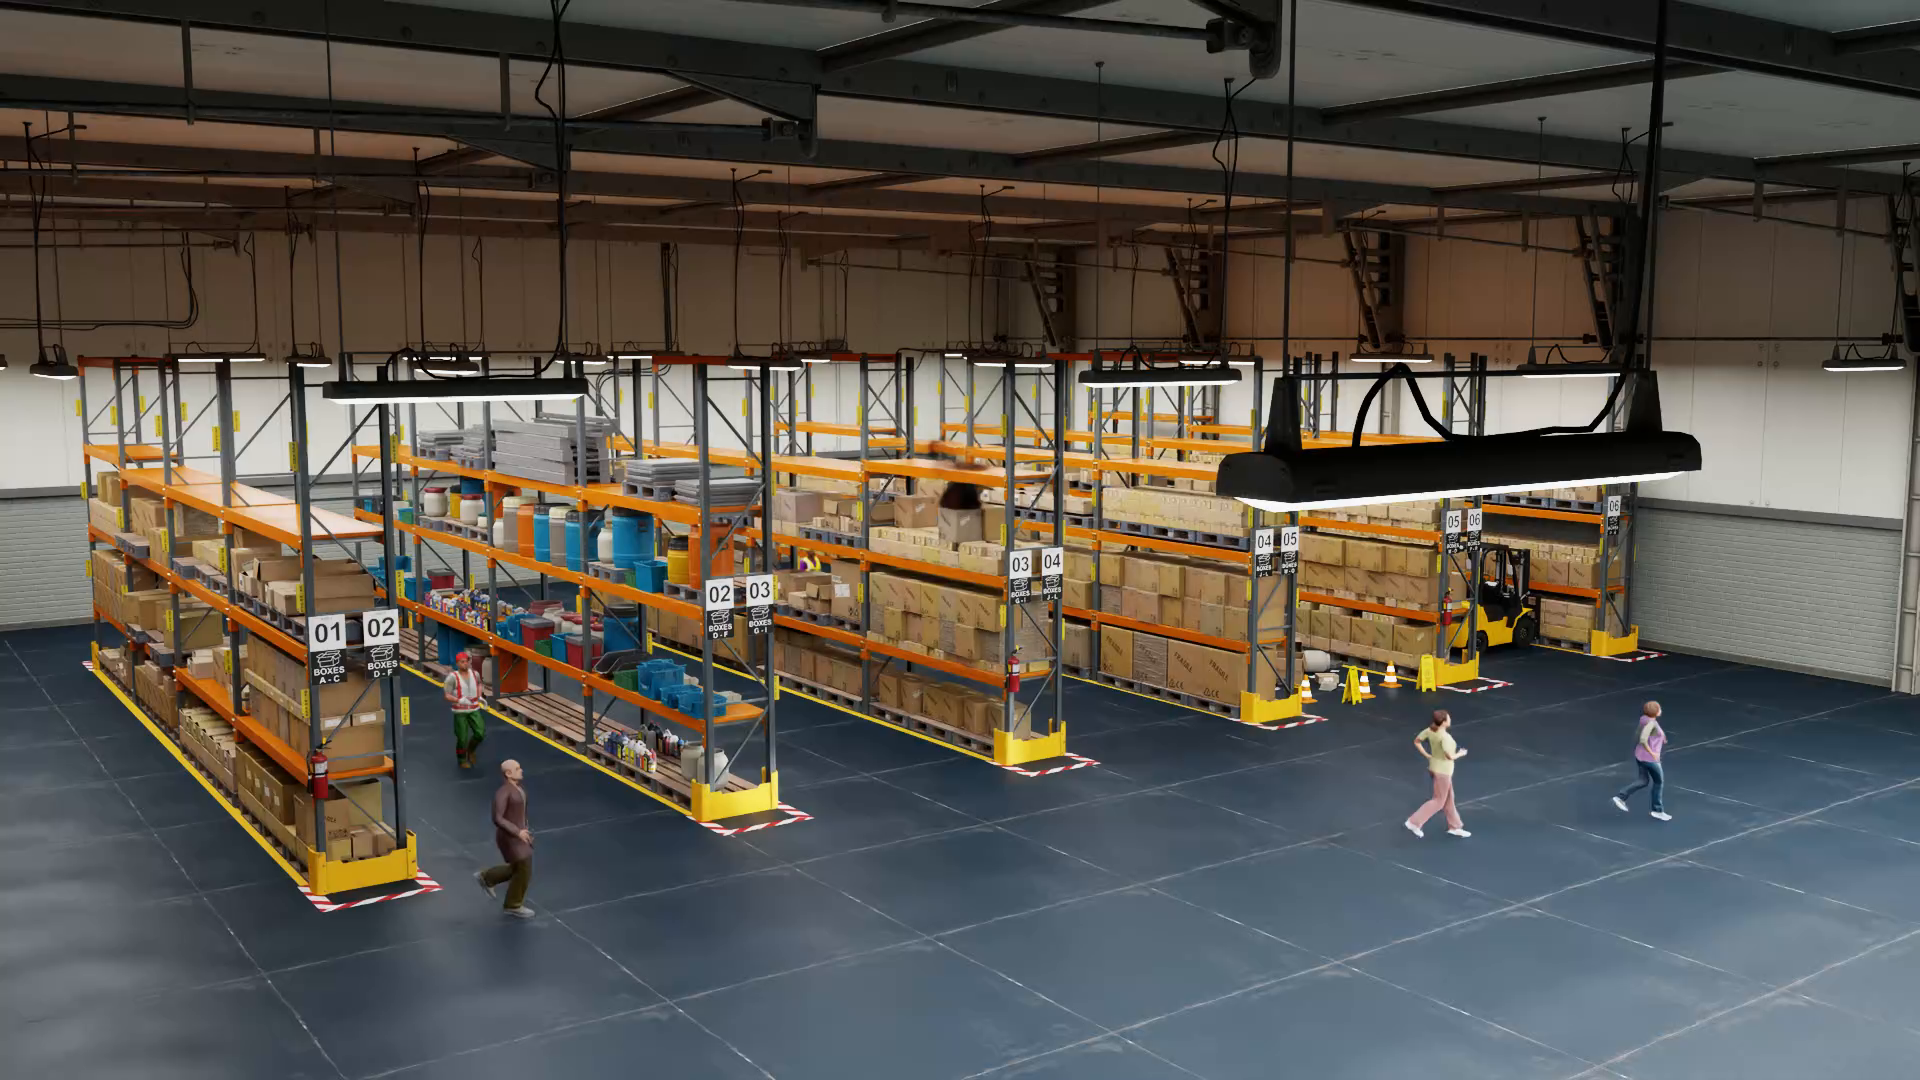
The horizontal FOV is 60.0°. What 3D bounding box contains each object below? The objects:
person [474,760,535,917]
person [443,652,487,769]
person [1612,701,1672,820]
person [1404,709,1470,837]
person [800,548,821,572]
[{"bbox_3d":[-5.007,3.269,18.282,0.707,1.761,0.732,0,7,-1],"label":"person"},{"bbox_3d":[-7.205,2.507,24.330,0.644,1.745,0.615,-5,9,-38],"label":"person"},{"bbox_3d":[9.010,2.896,21.902,0.802,1.604,0.528,0,7,-1],"label":"person"},{"bbox_3d":[6.035,2.951,20.899,0.950,1.674,0.574,-1,7,-12],"label":"person"},{"bbox_3d":[-3.271,0.984,36.645,0.702,1.769,0.950,-5,8,-35],"label":"person"}]
